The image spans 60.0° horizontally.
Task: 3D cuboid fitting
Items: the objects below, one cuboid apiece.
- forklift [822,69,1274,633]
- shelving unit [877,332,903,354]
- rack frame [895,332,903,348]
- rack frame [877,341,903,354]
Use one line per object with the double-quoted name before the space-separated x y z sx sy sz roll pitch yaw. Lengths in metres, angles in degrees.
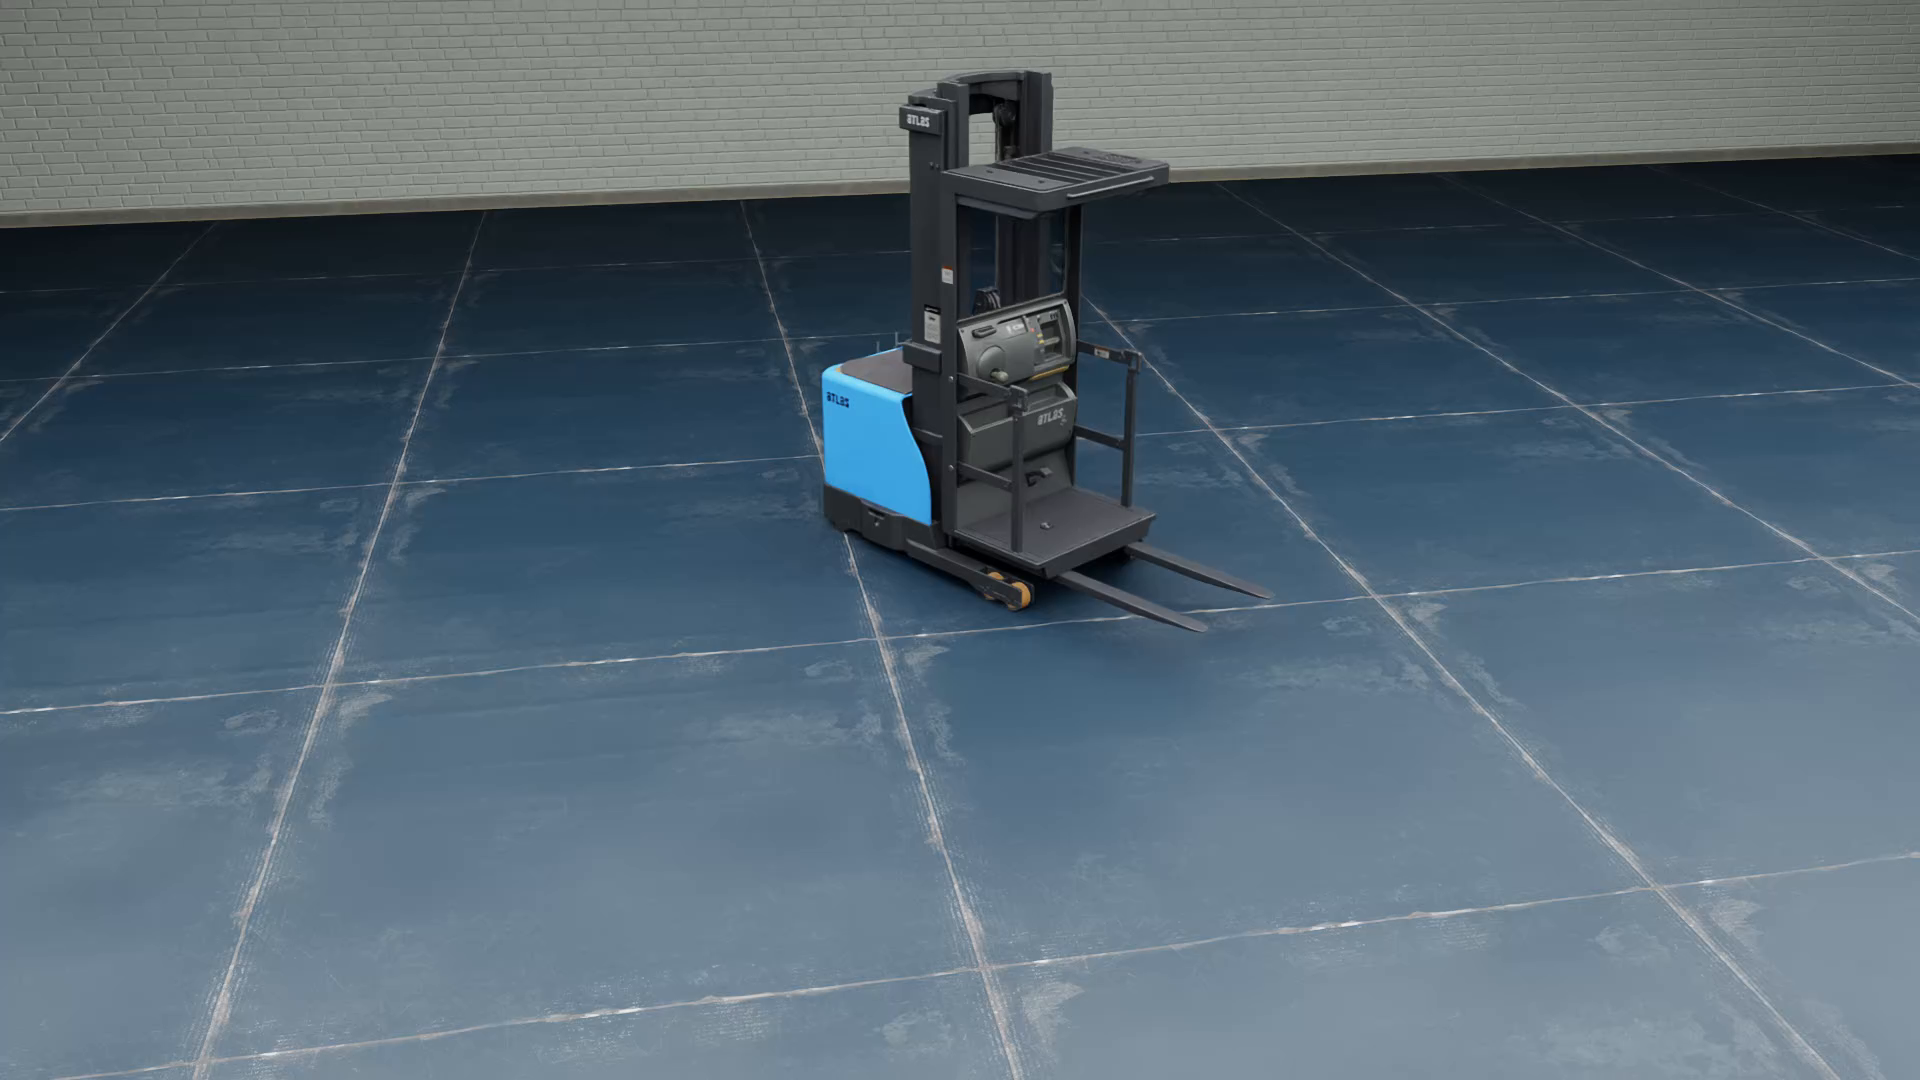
"forklift" 0.495 -1.162 9.749 1.130 2.935 3.031 -22 32 -40
"shelving unit" -0.412 -0.878 11.449 0.215 1.050 0.252 12 26 26
"rack frame" -0.354 -0.921 11.547 0.200 1.050 0.008 12 26 26
"rack frame" -0.471 -0.835 11.351 0.200 1.050 0.008 12 26 26
